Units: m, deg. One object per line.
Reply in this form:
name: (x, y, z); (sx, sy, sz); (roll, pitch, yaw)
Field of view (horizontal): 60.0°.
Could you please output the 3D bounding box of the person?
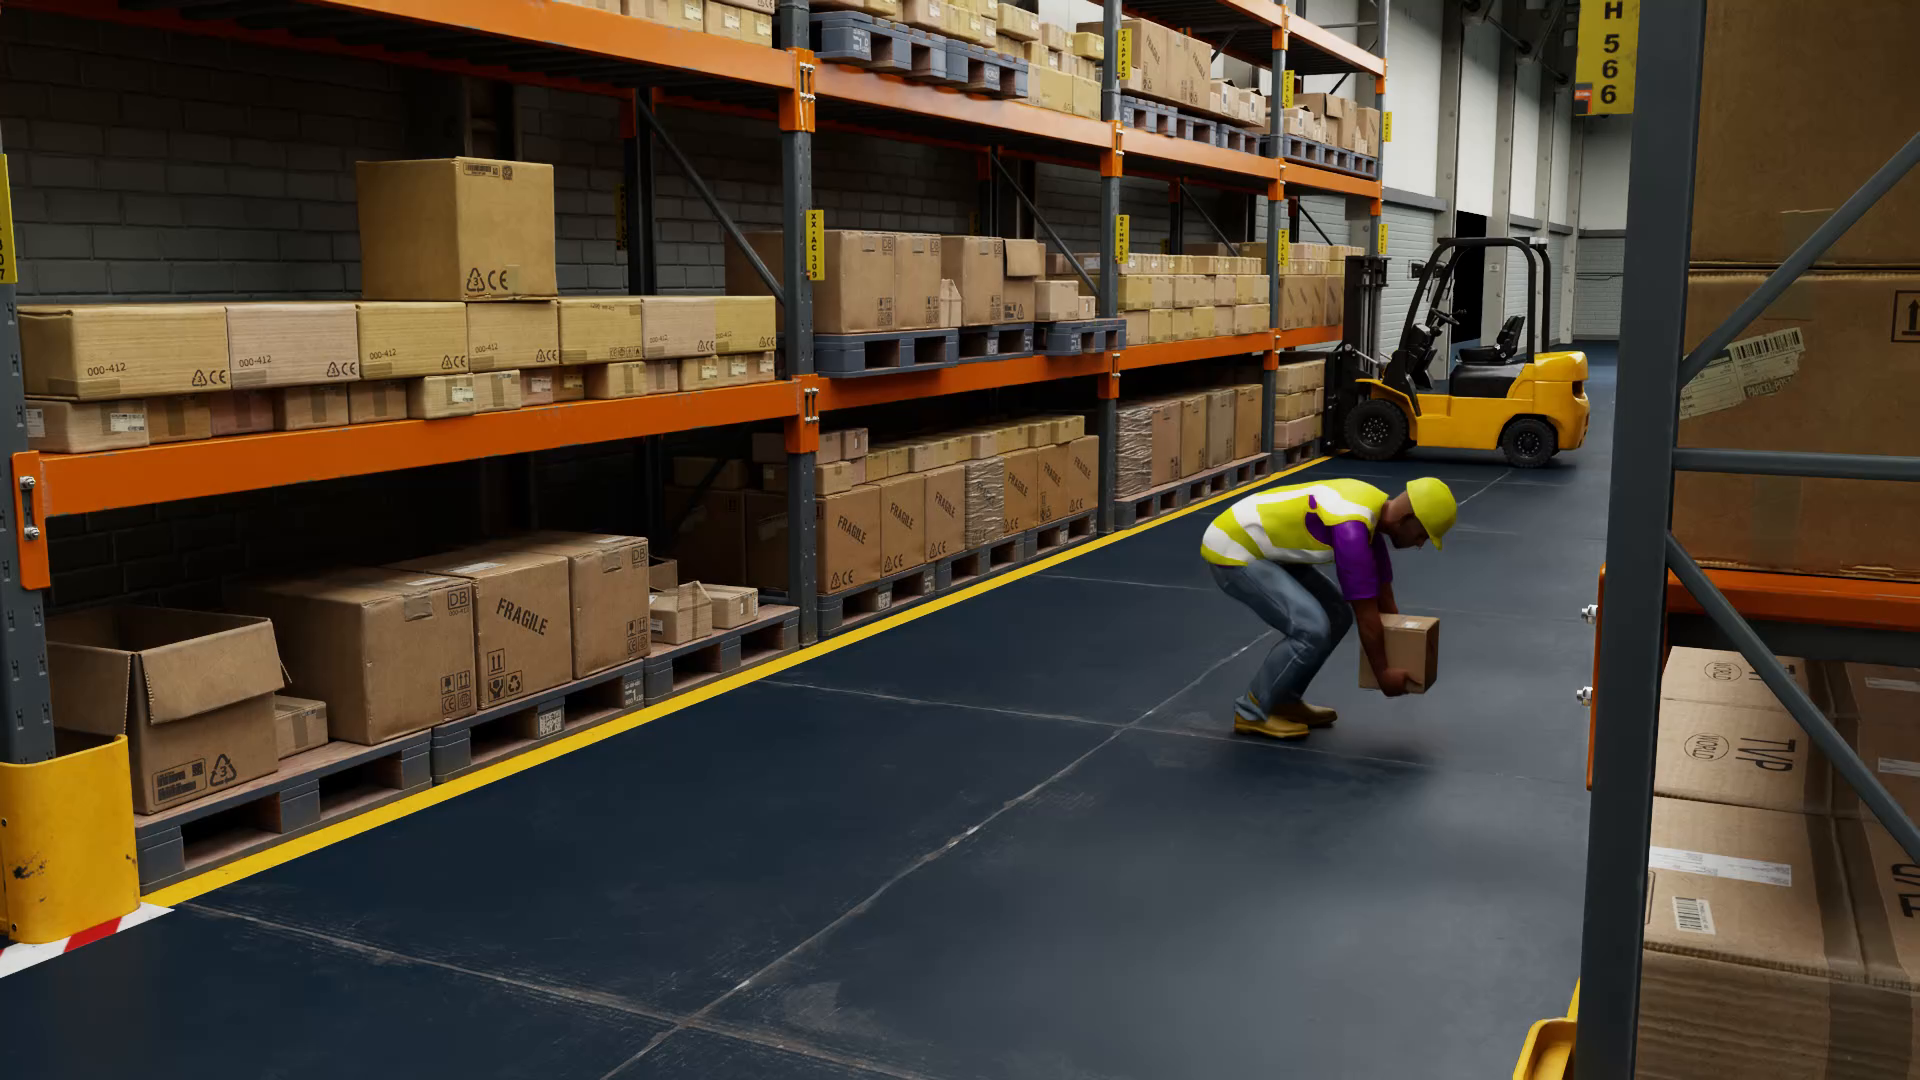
person: (1.439, 0.250, 6.549); (0.963, 1.034, 0.526); (4, 10, 23)
